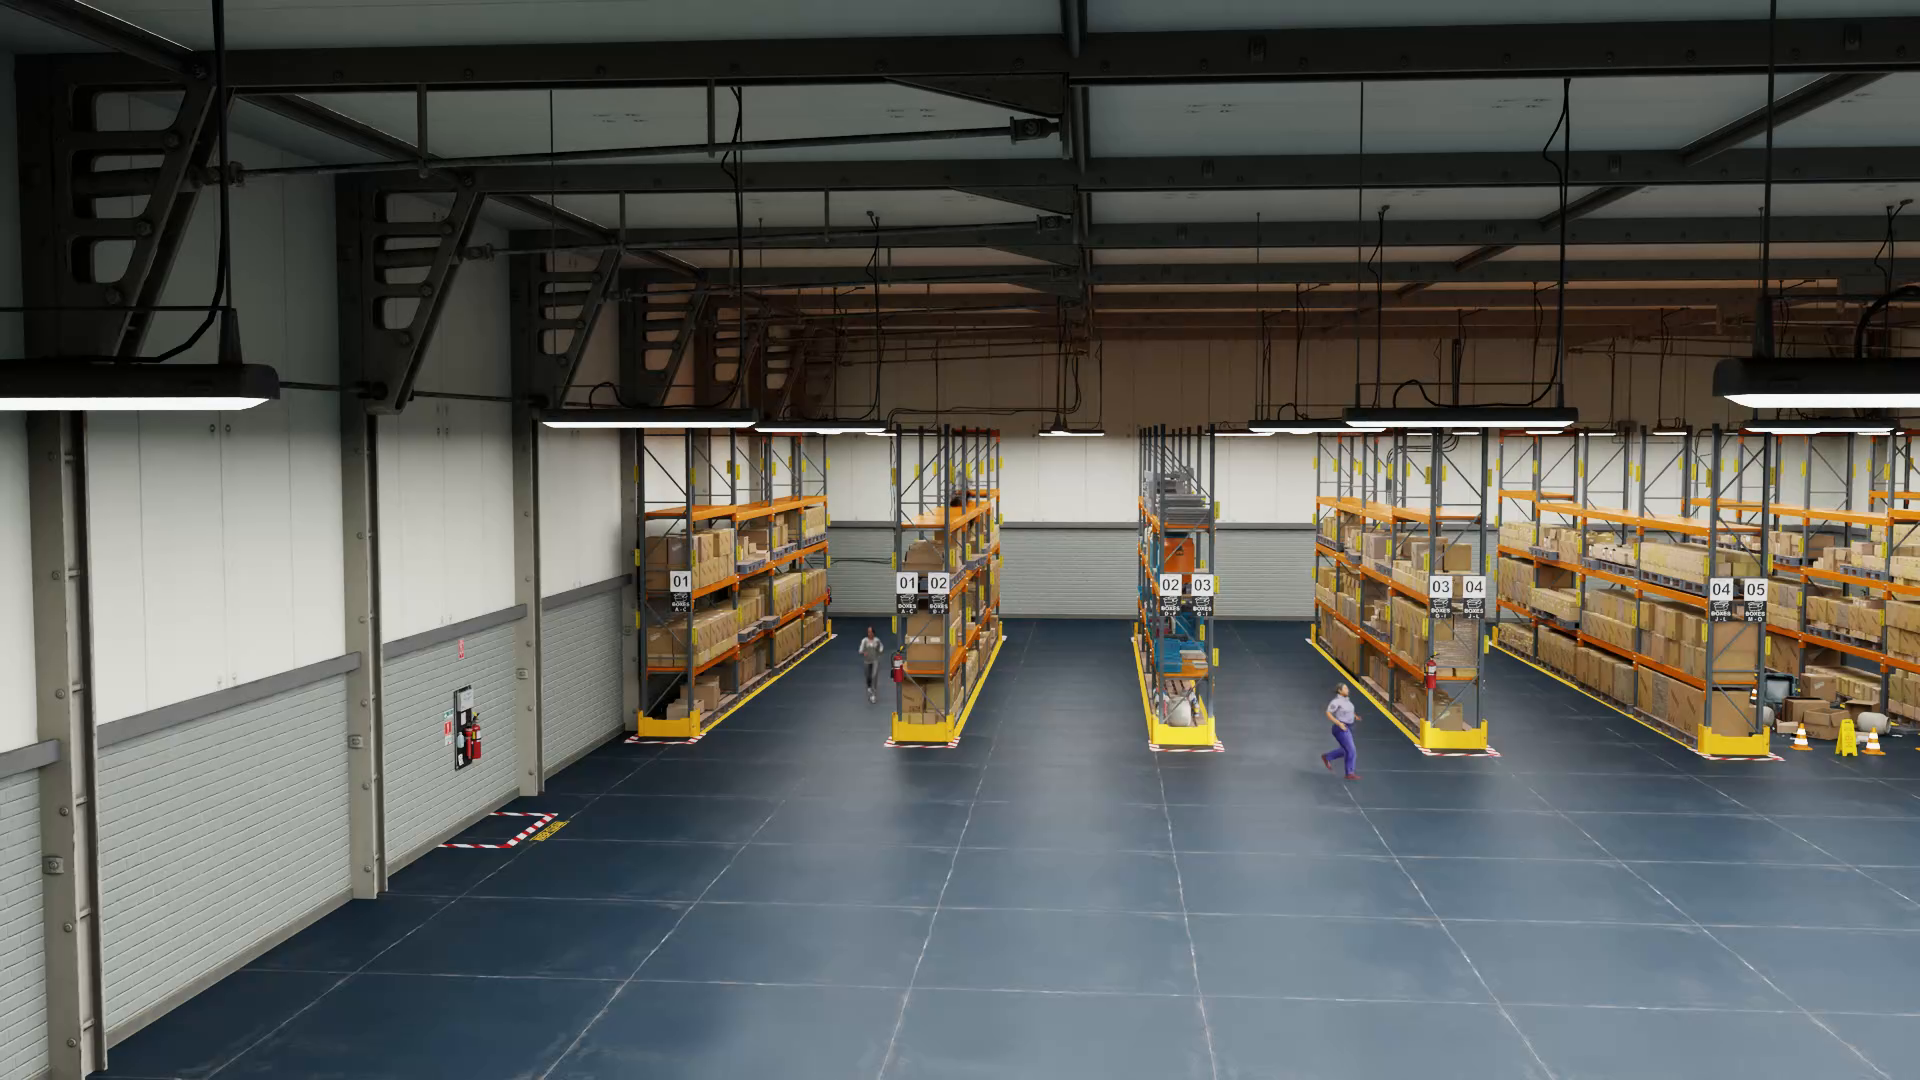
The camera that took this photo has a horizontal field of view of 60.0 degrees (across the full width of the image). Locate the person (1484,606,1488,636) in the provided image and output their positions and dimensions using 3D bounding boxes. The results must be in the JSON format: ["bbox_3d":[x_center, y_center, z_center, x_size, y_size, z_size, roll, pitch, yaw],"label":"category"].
[{"bbox_3d":[13.309,2.252,42.831,0.632,1.794,0.731,1,4,8],"label":"person"}]

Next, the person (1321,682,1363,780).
[{"bbox_3d":[6.443,3.208,28.055,0.764,1.610,0.619,2,4,35],"label":"person"}]

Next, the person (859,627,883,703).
[{"bbox_3d":[-1.945,2.709,36.363,0.538,1.586,0.877,0,3,-4],"label":"person"}]
